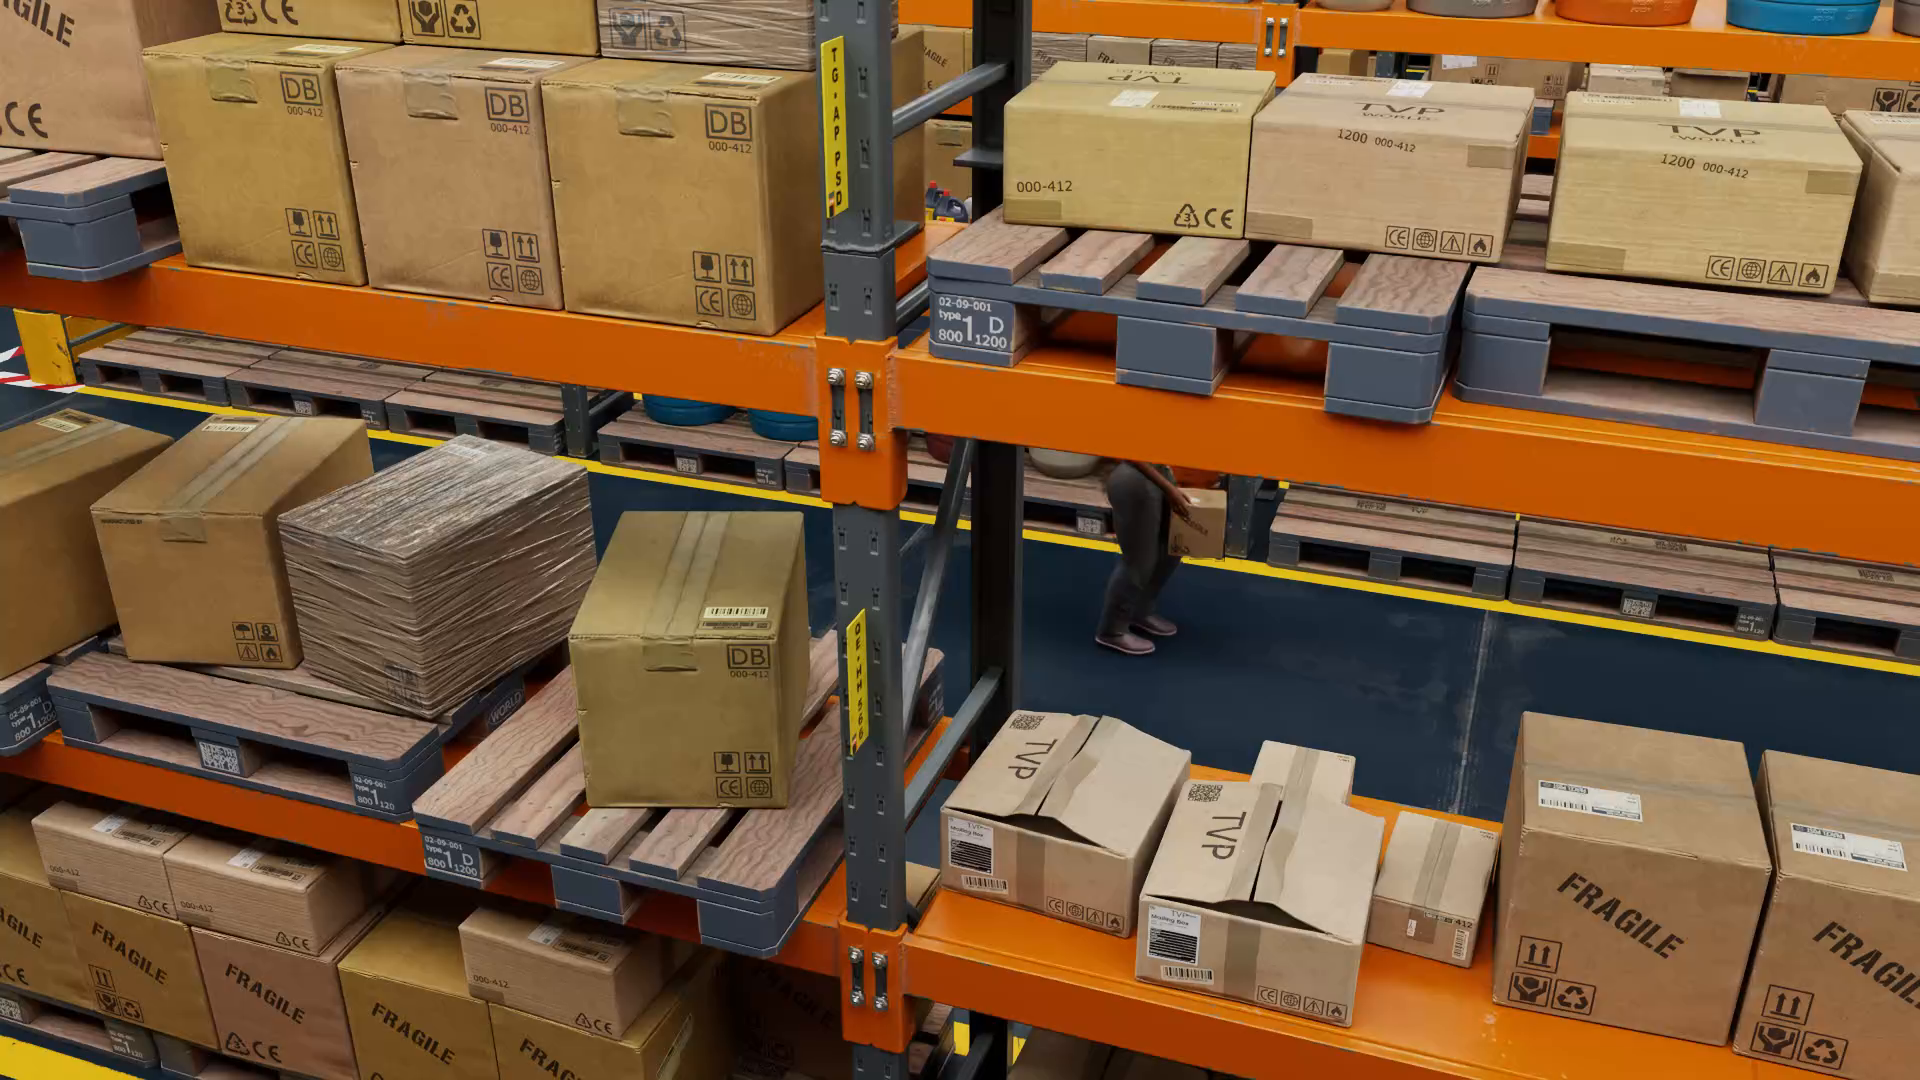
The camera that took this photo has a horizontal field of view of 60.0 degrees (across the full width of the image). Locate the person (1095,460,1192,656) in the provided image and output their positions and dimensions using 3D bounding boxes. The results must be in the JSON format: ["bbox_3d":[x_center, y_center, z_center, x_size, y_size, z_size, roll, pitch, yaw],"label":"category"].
[{"bbox_3d":[0.897,-0.249,7.657,0.446,1.633,0.549,10,28,19],"label":"person"}]
